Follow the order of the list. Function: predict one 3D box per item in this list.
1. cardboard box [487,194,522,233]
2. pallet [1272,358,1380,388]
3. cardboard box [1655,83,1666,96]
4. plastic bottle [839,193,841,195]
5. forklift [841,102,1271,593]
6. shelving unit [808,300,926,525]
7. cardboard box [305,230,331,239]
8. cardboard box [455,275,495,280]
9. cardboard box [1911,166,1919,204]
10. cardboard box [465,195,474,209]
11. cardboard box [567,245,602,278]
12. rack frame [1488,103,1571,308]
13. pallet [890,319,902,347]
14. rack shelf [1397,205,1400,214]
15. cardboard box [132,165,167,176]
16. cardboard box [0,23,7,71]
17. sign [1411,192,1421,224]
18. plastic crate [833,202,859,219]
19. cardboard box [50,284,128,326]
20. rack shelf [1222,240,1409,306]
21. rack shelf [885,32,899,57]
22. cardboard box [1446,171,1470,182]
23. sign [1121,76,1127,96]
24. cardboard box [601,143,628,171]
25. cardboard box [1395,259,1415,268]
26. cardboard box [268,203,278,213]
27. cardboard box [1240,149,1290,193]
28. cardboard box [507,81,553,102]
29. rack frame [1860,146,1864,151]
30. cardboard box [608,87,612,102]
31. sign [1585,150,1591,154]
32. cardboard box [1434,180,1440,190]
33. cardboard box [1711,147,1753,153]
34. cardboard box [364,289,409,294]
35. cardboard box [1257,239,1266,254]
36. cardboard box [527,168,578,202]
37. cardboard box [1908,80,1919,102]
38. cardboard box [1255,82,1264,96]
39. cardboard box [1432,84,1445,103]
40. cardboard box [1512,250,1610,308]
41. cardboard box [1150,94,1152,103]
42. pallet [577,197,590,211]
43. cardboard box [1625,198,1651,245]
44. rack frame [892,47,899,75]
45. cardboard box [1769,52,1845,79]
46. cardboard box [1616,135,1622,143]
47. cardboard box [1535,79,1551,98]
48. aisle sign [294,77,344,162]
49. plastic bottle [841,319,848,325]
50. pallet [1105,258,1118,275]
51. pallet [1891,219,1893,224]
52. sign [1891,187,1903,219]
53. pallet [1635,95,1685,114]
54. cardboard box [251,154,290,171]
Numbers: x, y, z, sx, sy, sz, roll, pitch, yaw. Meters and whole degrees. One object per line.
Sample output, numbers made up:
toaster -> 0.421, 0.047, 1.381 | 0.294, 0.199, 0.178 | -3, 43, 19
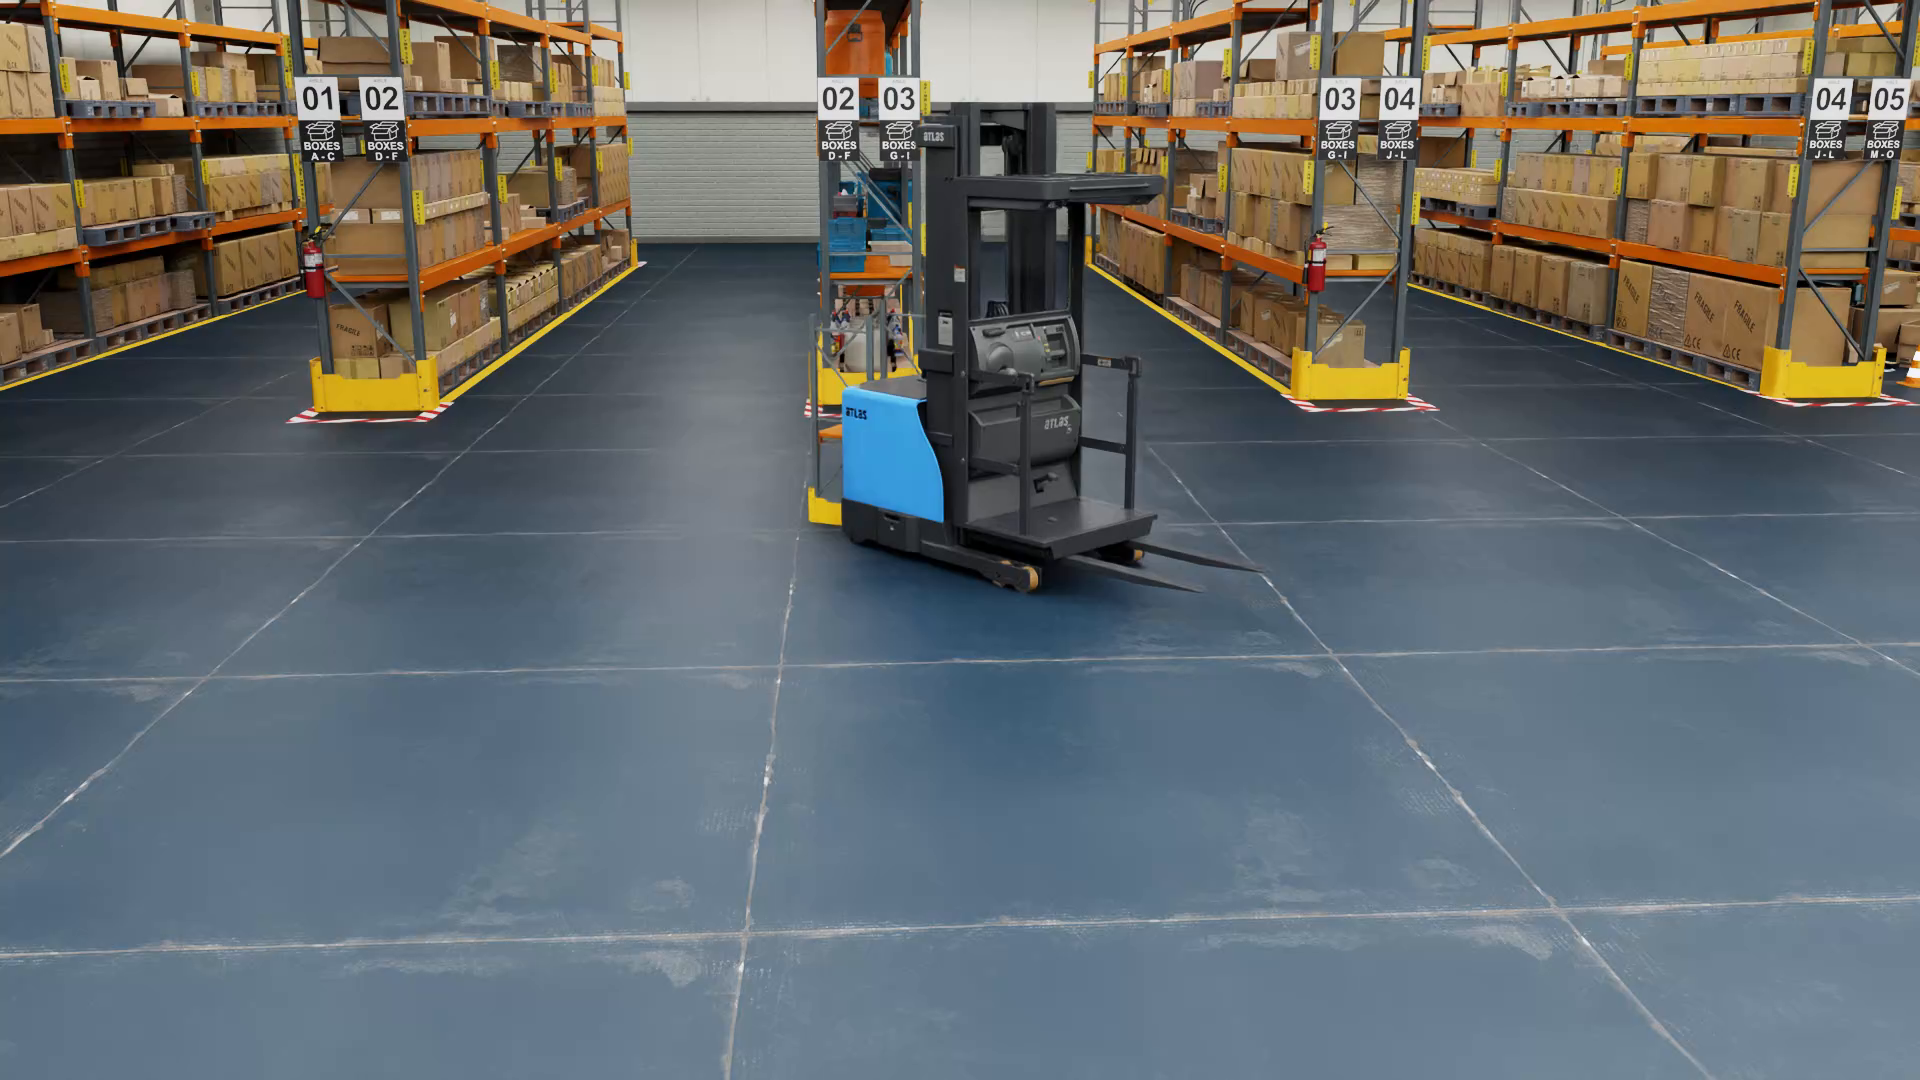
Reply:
cardboard box -> -6.207, -4.398, 22.398 | 0.500, 0.500, 0.500 | -2, 15, -6
pallet -> 4.036, -1.800, 18.098 | 1.003, 0.211, 1.213 | -1, 14, -3
cardboard box -> 8.480, -5.336, 19.685 | 0.380, 0.149, 0.250 | -1, 14, -4
plastic bottle -> -1.873, -5.237, 25.958 | 0.144, 0.351, 0.185 | -1, 14, -3
forklift -> 0.567, -1.237, 10.452 | 1.130, 2.935, 3.031 | -14, 20, -42
shelving unit -> -0.598, -0.949, 12.206 | 0.587, 1.500, 1.083 | 7, 16, 26
cardboard box -> -11.335, -5.396, 29.351 | 0.380, 0.149, 0.250 | -1, 14, -5
cardboard box -> -6.486, -3.390, 22.231 | 0.500, 0.311, 0.500 | -1, 14, -4
cardboard box -> 13.383, -4.836, 22.660 | 0.500, 0.500, 0.500 | 0, 14, -2
cardboard box -> -5.800, -3.878, 19.076 | 0.380, 0.149, 0.250 | -1, 14, -4
cardboard box -> -6.259, -4.645, 27.695 | 0.500, 0.500, 0.500 | -1, 14, -4
rack frame -> 8.517, -4.970, 24.822 | 1.000, 3.000, 0.127 | -1, 14, -3
pallet -> -1.223, -2.691, 21.563 | 1.003, 0.211, 1.213 | -1, 14, -3
rack shelf -> 8.145, -6.114, 30.712 | 1.077, 0.370, 4.000 | -1, 14, -3
cardboard box -> -11.186, -5.100, 22.941 | 0.380, 0.149, 0.250 | -3, 15, -13
cardboard box -> -10.635, -5.303, 17.850 | 0.500, 0.500, 0.500 | -1, 14, -5
sign -> 4.597, -3.356, 16.815 | 0.100, 0.325, 0.005 | -1, 14, -3
plastic crate -> -1.471, -3.994, 20.901 | 0.402, 0.464, 0.583 | -1, 14, -3
cardboard box -> -11.168, -3.007, 21.328 | 0.700, 0.500, 0.500 | -1, 14, -5
rack shelf -> 3.932, -3.078, 18.913 | 1.077, 0.370, 4.000 | -1, 14, -3
rack shelf -> -1.507, -7.703, 25.650 | 1.077, 0.370, 4.000 | -1, 14, -3
cardboard box -> 7.951, -5.776, 26.424 | 0.380, 0.149, 0.250 | 0, 14, -1
sign -> 2.758, -7.646, 28.006 | 0.100, 0.325, 0.005 | -1, 14, -3
cardboard box -> -6.521, -7.182, 31.214 | 0.500, 0.500, 0.500 | -1, 14, -4
cardboard box -> 7.904, -4.880, 29.350 | 0.380, 0.149, 0.250 | -1, 14, -3
cardboard box -> -11.131, -5.300, 26.569 | 0.380, 0.149, 0.250 | -1, 14, -3
cardboard box -> 3.614, -4.360, 19.649 | 0.500, 0.500, 0.500 | -1, 14, -3
cardboard box -> -6.388, -6.376, 24.065 | 0.910, 0.500, 0.500 | -1, 14, -3
rack frame -> 17.909, -7.139, 33.251 | 1.000, 3.000, 0.127 | -1, 14, -3
cardboard box -> -6.441, -7.881, 29.416 | 0.500, 0.250, 0.500 | -1, 14, -3
sign -> 14.620, -8.910, 38.478 | 0.339, 0.242, 0.001 | -1, 14, -3
cardboard box -> 7.920, -5.759, 26.954 | 0.380, 0.149, 0.250 | -1, 14, -4
cardboard box -> 13.003, -6.359, 28.014 | 0.500, 0.500, 0.500 | -1, 14, -4
cardboard box -> -6.268, -2.513, 18.445 | 0.500, 0.500, 0.500 | -1, 14, -3
cardboard box -> 3.627, -3.371, 19.112 | 0.380, 0.149, 0.250 | -1, 14, -3
cardboard box -> -6.404, -5.575, 26.129 | 0.700, 0.500, 0.500 | -5, 15, -18
cardboard box -> 13.574, -6.195, 23.358 | 0.797, 0.503, 0.637 | -1, 14, -3
cardboard box -> 3.588, -5.150, 19.005 | 0.380, 0.149, 0.250 | -1, 14, -4
cardboard box -> 8.114, -7.355, 27.411 | 0.500, 0.311, 0.500 | -1, 14, -4
cardboard box -> 8.522, -3.714, 23.612 | 1.050, 0.750, 0.750 | -1, 14, -3
cardboard box -> 3.255, -7.075, 26.646 | 0.380, 0.149, 0.250 | -1, 15, -6
pallet -> -6.635, -5.468, 27.143 | 1.003, 0.211, 1.213 | -1, 14, -3
cardboard box -> 8.799, -3.956, 20.581 | 0.875, 0.550, 0.550 | -1, 14, -3
rack frame -> -1.384, -7.747, 23.578 | 1.000, 3.000, 0.127 | -1, 14, -3
cardboard box -> 8.703, -4.874, 17.089 | 0.500, 0.250, 0.500 | -1, 14, -3
cardboard box -> 12.724, -7.620, 31.612 | 0.380, 0.149, 0.250 | -1, 14, -5
cardboard box -> 8.373, -6.294, 23.205 | 0.500, 0.250, 0.500 | 0, 14, -2
aisle sign -> -6.121, -4.015, 15.894 | 0.394, 0.787, 0.004 | -1, 14, -3
plastic bottle -> -1.370, -2.498, 19.806 | 0.097, 0.271, 0.097 | 0, 14, 0
pallet -> 3.264, -5.057, 30.758 | 1.003, 0.211, 1.213 | -1, 14, -3
pallet -> 13.601, -4.803, 24.559 | 1.213, 0.211, 1.003 | -1, 14, -3
sign -> 9.567, -3.445, 16.999 | 0.100, 0.325, 0.005 | -1, 14, -3
pallet -> 8.805, -5.181, 19.802 | 1.003, 0.211, 1.213 | -1, 14, -3
cardboard box -> -11.235, -6.137, 27.016 | 0.500, 0.250, 0.500 | -1, 14, -2
